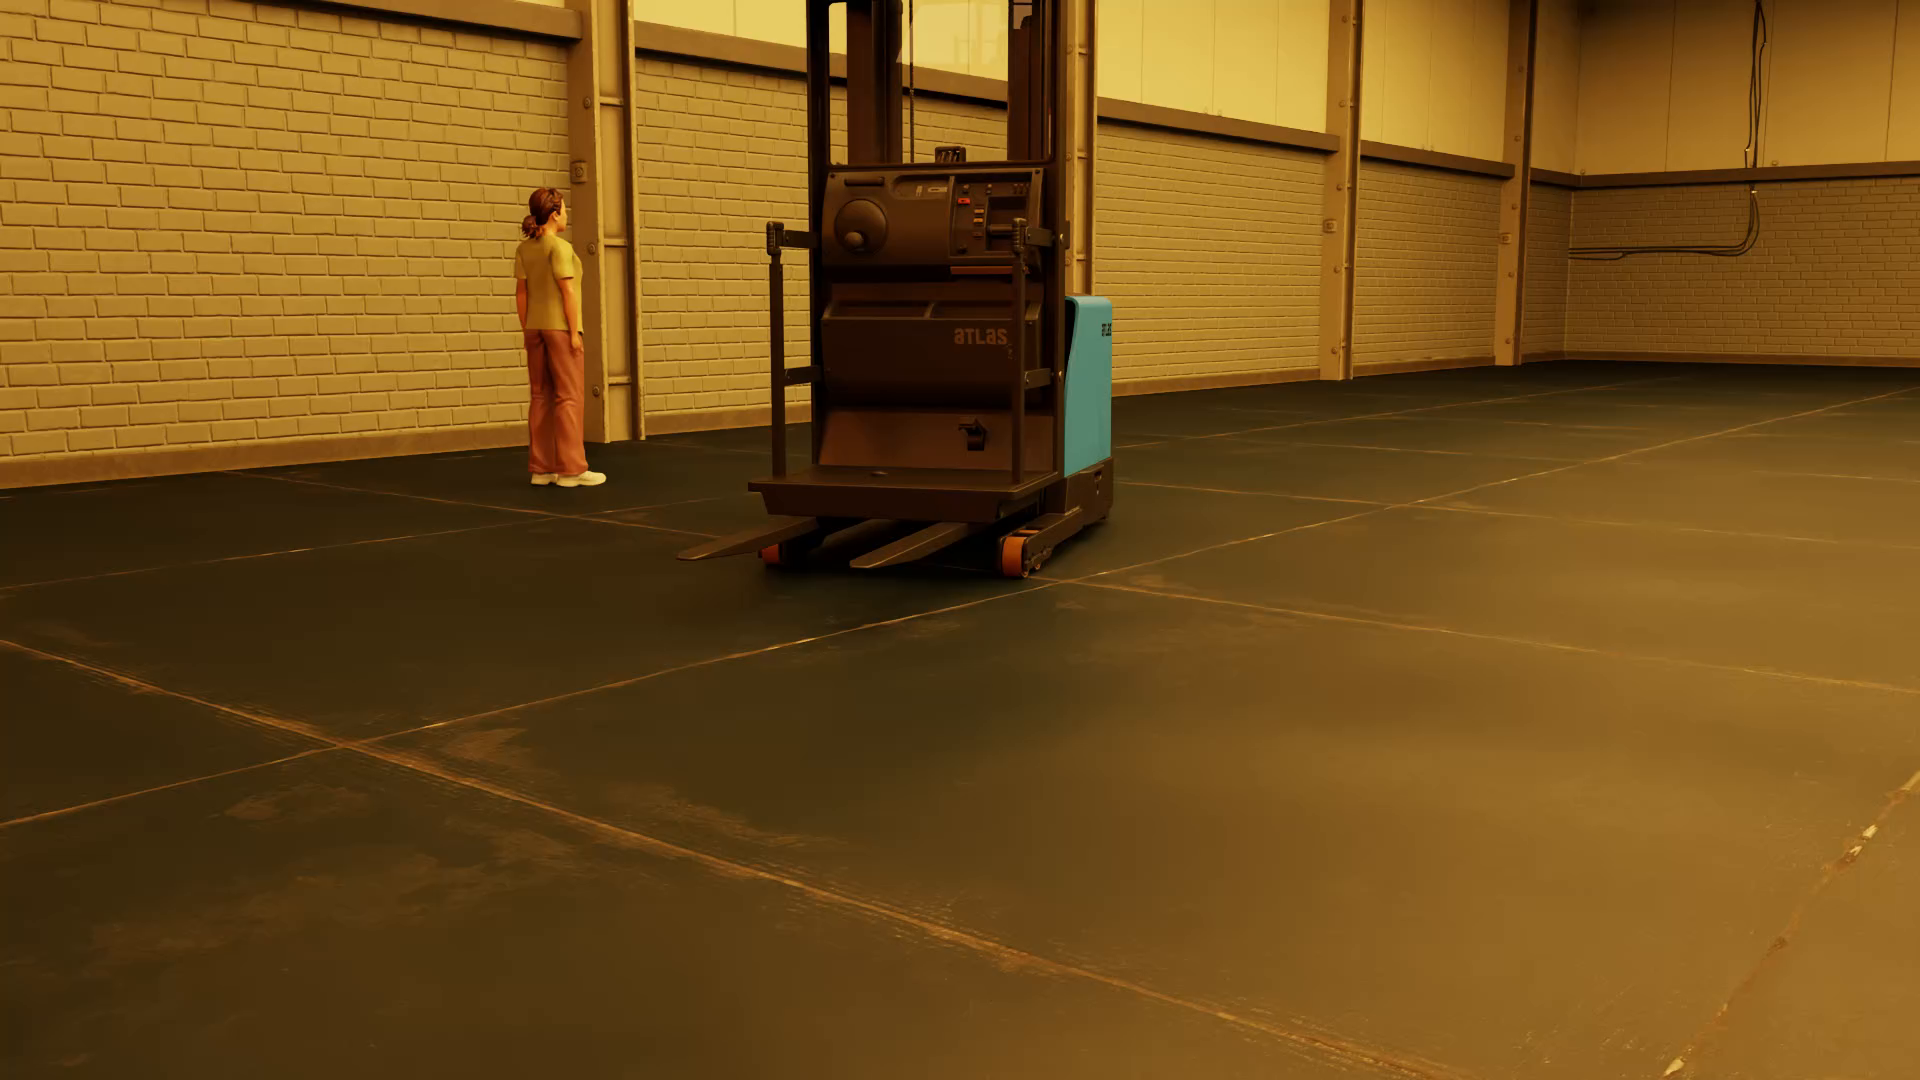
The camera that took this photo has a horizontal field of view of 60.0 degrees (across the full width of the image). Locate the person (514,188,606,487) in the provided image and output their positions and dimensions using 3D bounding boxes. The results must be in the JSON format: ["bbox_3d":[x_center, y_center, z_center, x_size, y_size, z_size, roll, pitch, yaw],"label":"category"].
[{"bbox_3d":[-2.307,-1.147,9.471,0.433,1.673,0.368,6,10,34],"label":"person"}]

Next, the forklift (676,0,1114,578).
[{"bbox_3d":[-0.176,-1.366,6.616,1.130,2.935,3.031,3,9,17],"label":"forklift"}]
